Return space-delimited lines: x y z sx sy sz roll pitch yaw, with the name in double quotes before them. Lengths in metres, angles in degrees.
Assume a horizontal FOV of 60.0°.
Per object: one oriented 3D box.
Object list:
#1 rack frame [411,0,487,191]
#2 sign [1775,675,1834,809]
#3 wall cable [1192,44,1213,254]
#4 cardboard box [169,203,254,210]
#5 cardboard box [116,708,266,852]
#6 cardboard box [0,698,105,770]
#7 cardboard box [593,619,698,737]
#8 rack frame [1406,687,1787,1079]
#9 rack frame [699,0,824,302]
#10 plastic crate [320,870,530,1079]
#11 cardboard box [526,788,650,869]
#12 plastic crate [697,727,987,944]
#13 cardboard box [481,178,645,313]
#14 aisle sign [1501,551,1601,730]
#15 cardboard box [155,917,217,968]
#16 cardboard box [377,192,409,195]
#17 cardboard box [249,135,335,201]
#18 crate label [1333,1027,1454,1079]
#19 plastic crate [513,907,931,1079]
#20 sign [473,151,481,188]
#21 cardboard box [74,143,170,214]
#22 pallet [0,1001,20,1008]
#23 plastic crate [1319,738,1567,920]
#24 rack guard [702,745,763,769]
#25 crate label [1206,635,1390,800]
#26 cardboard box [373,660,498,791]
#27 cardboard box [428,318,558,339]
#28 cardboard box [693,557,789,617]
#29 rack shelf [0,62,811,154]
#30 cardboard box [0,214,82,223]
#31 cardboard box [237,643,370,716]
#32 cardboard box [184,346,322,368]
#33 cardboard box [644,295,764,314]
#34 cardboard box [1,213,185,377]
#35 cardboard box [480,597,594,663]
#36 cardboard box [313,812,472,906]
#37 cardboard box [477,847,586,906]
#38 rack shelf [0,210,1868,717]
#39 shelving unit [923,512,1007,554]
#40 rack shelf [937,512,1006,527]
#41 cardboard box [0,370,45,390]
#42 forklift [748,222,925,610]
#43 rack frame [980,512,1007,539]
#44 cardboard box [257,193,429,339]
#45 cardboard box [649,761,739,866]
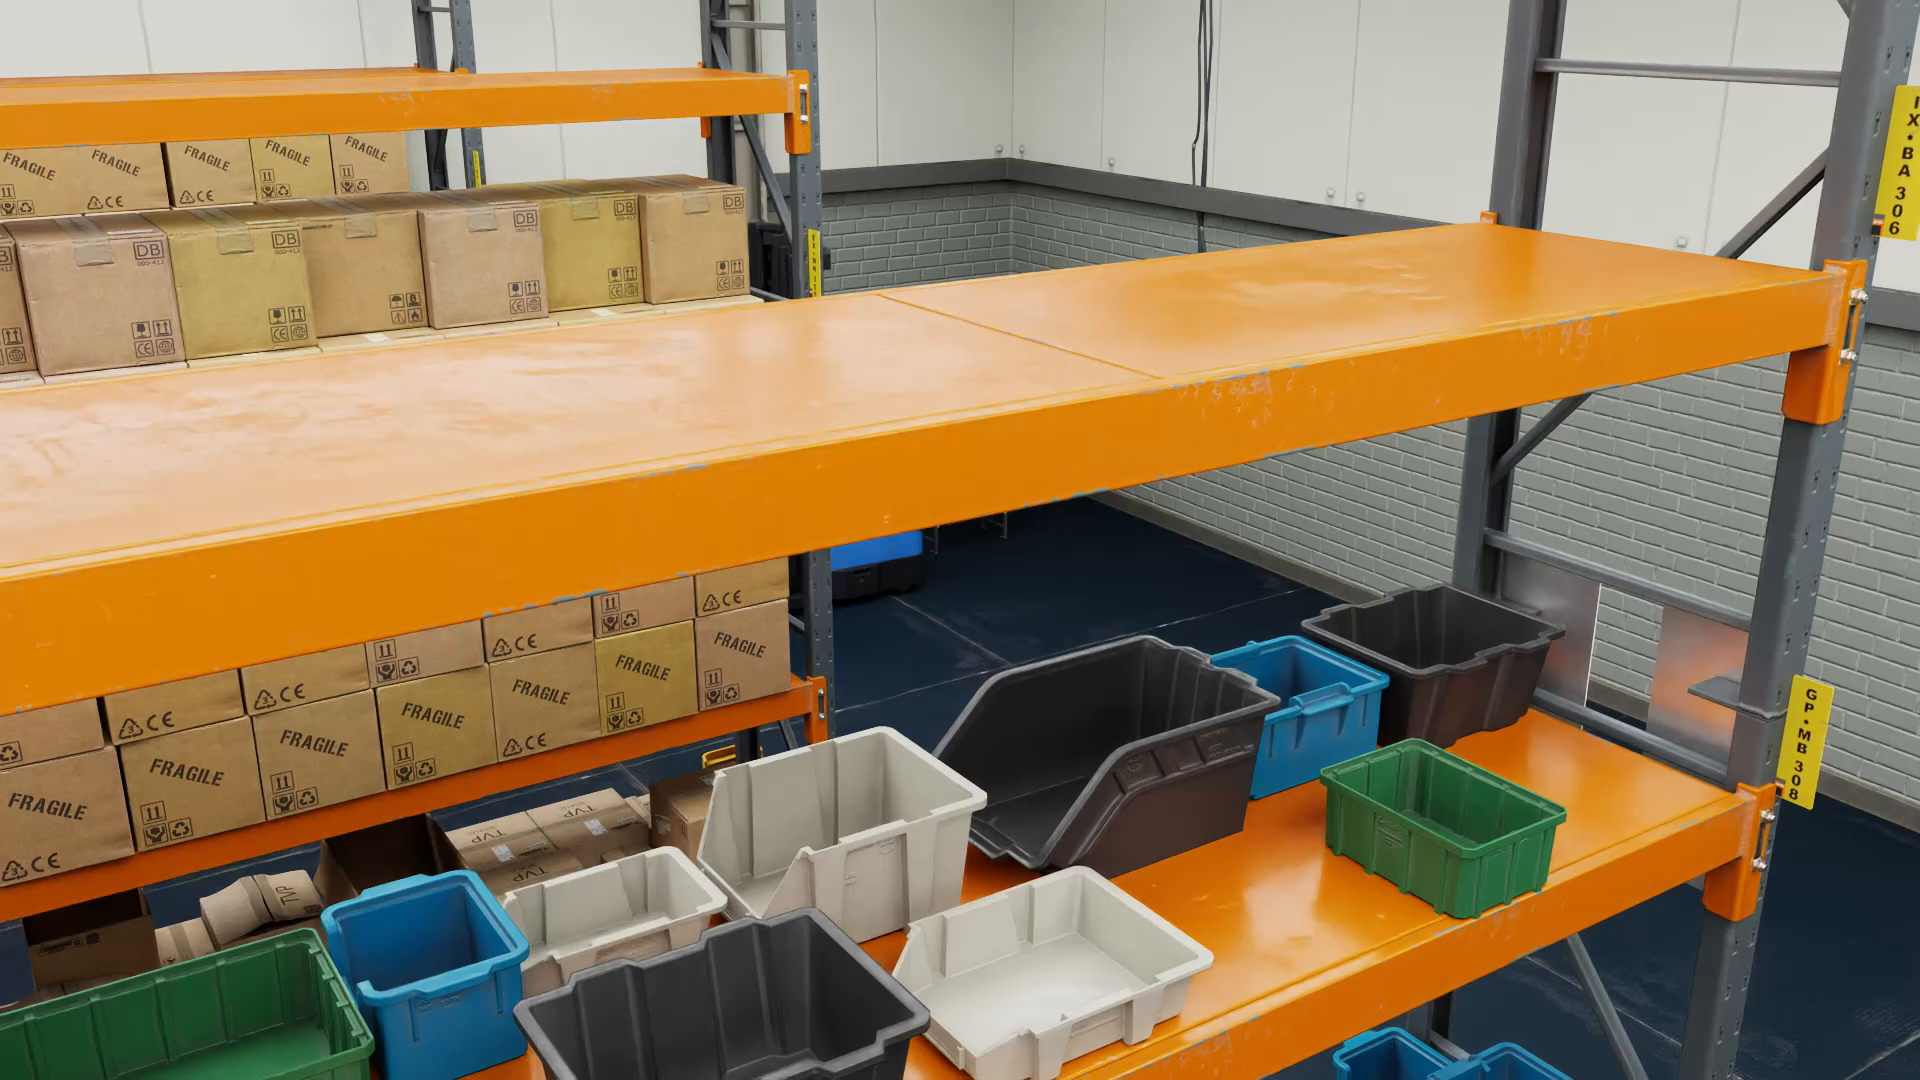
"rack frame" -3.699 -3.769 11.842 0.127 3.000 1.000 -12 22 -31
"sign" 2.066 0.496 4.074 0.005 0.325 0.100 -12 22 -31
"wall cable" 1.221 -3.199 15.004 0.112 2.526 3.097 -12 22 -31
"cardboard box" -5.031 -2.138 11.125 0.500 0.250 0.500 -13 22 -33
"cardboard box" -3.311 0.947 7.105 0.500 0.500 0.500 -11 22 -30
"cardboard box" -3.764 0.573 6.648 0.500 0.500 0.500 -11 22 -30
"cardboard box" -1.627 0.594 8.148 0.500 0.500 0.500 -12 22 -31
"rack frame" 1.750 1.723 4.965 0.127 3.000 1.000 -12 22 -31
"rack frame" -0.971 -2.445 7.925 0.127 3.000 1.000 -12 22 -31
"plastic crate" -1.006 0.840 3.154 0.300 0.233 0.416 -12 22 -31
"cardboard box" -1.999 1.600 8.936 0.500 0.250 0.500 -12 22 -31
"plastic crate" -0.271 0.666 3.593 0.530 0.282 0.437 -12 22 -31
"cardboard box" -1.856 -1.384 7.755 0.500 0.500 0.700 -12 22 -31
"aisle sign" 1.647 0.399 4.821 0.004 0.787 0.394 -12 22 -31
"cardboard box" -3.712 1.986 7.952 0.250 0.149 0.380 -12 22 -31
"cardboard box" -4.165 -2.323 11.672 0.500 0.250 0.500 -11 22 -30
"cardboard box" -4.584 -2.591 11.294 0.500 0.500 0.500 -11 22 -30
"crate label" 1.363 1.729 5.114 0.303 0.233 0.416 -12 22 -31
"plastic crate" -0.403 0.923 2.852 0.590 0.269 0.497 -12 22 -31
"sign" -3.412 -2.582 11.757 0.005 0.325 0.100 -12 22 -31
"cardboard box" -5.455 -2.405 10.743 0.500 0.500 0.500 -12 22 -31
"pallet" -3.738 2.302 7.605 1.213 0.211 1.003 -12 22 -31
"plastic crate" 1.083 0.652 3.778 0.336 0.188 0.450 -12 22 -31
"rack guard" -1.035 1.595 9.246 0.348 0.500 1.175 -12 22 -31
"crate label" 0.802 0.449 4.283 0.502 0.251 0.408 -12 22 -31
"cardboard box" -2.468 0.769 7.630 0.500 0.500 0.500 -12 22 -32
"cardboard box" -2.097 -0.855 7.362 0.500 0.250 0.500 -12 22 -31
"cardboard box" -1.192 0.028 8.260 0.500 0.500 0.500 -12 22 -32
"rack shelf" -2.642 -1.750 6.999 4.000 0.370 1.077 -12 22 -31
"cardboard box" -5.884 -1.956 10.585 0.500 0.250 0.500 -12 22 -33
"cardboard box" -2.904 0.392 7.185 0.500 0.500 0.500 -13 22 -33
"cardboard box" -2.929 -0.678 6.835 0.500 0.250 0.500 -12 22 -31
"cardboard box" -1.260 -1.031 7.880 0.500 0.250 0.500 -12 22 -31
"cardboard box" -3.431 -0.986 6.577 0.500 0.500 0.700 -12 22 -31
"cardboard box" -2.044 0.210 7.722 0.500 0.500 0.500 -11 22 -30
"cardboard box" -2.746 1.744 8.114 0.637 0.503 0.797 -12 22 -31
"cardboard box" -2.100 1.813 8.306 0.500 0.250 0.500 -12 22 -31
"rack shelf" 0.079 -0.236 3.141 4.000 0.370 1.077 -12 22 -31
"shelving unit" -0.006 -0.709 14.501 0.755 1.500 0.431 -12 22 -31
"rack shelf" -0.006 -0.400 14.606 0.720 0.370 0.431 -12 22 -31
"cardboard box" -3.769 -0.504 6.322 0.500 0.250 0.500 -12 22 -31
"forklift" -1.823 -0.892 12.806 3.031 2.935 1.130 -10 21 -28
"rack frame" 0.300 -0.774 14.692 0.023 1.500 0.400 -12 22 -31
"cardboard box" -2.683 -1.205 7.223 0.500 0.500 0.700 -12 22 -31
"cardboard box" -1.290 1.535 8.737 0.500 0.500 0.500 -12 22 -31
